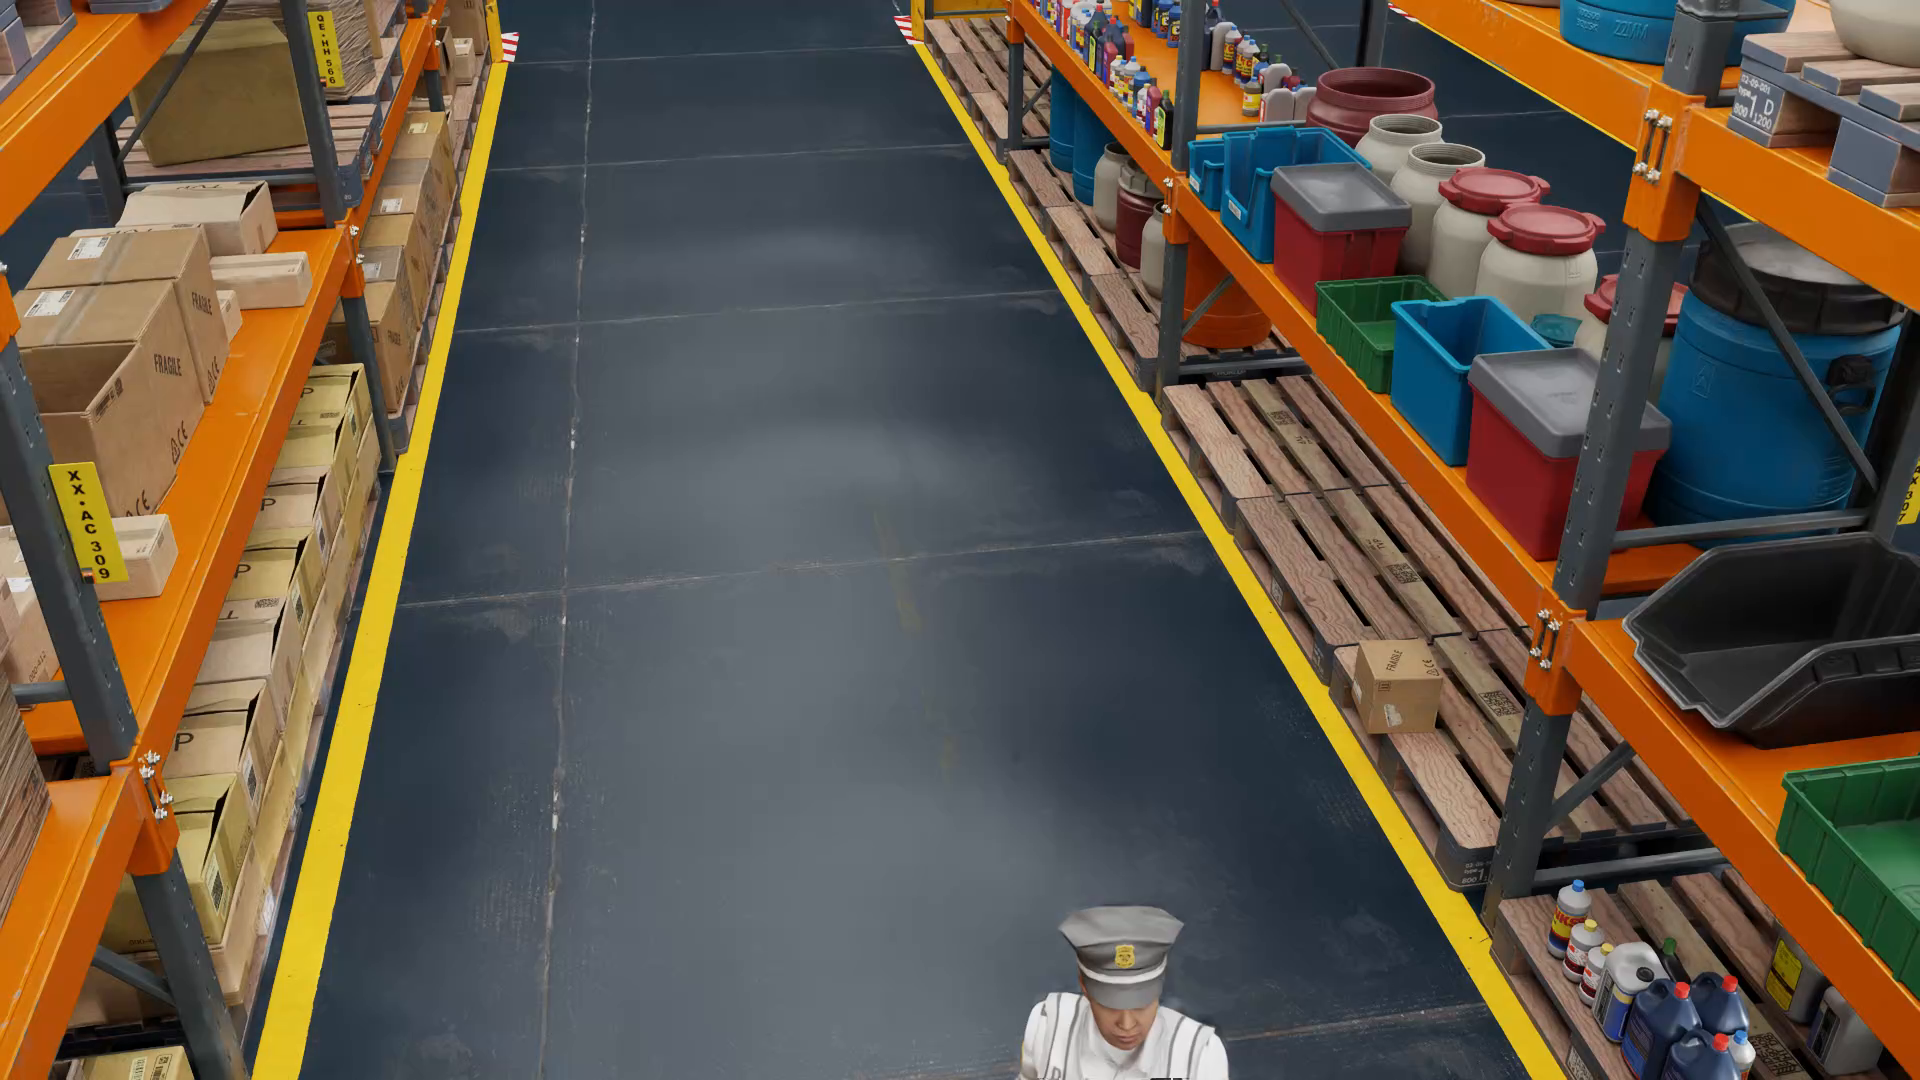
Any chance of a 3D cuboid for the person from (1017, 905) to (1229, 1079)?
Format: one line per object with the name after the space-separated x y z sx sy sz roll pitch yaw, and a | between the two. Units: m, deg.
0.328 1.515 3.589 0.526 1.708 0.751 5 31 8 | person
